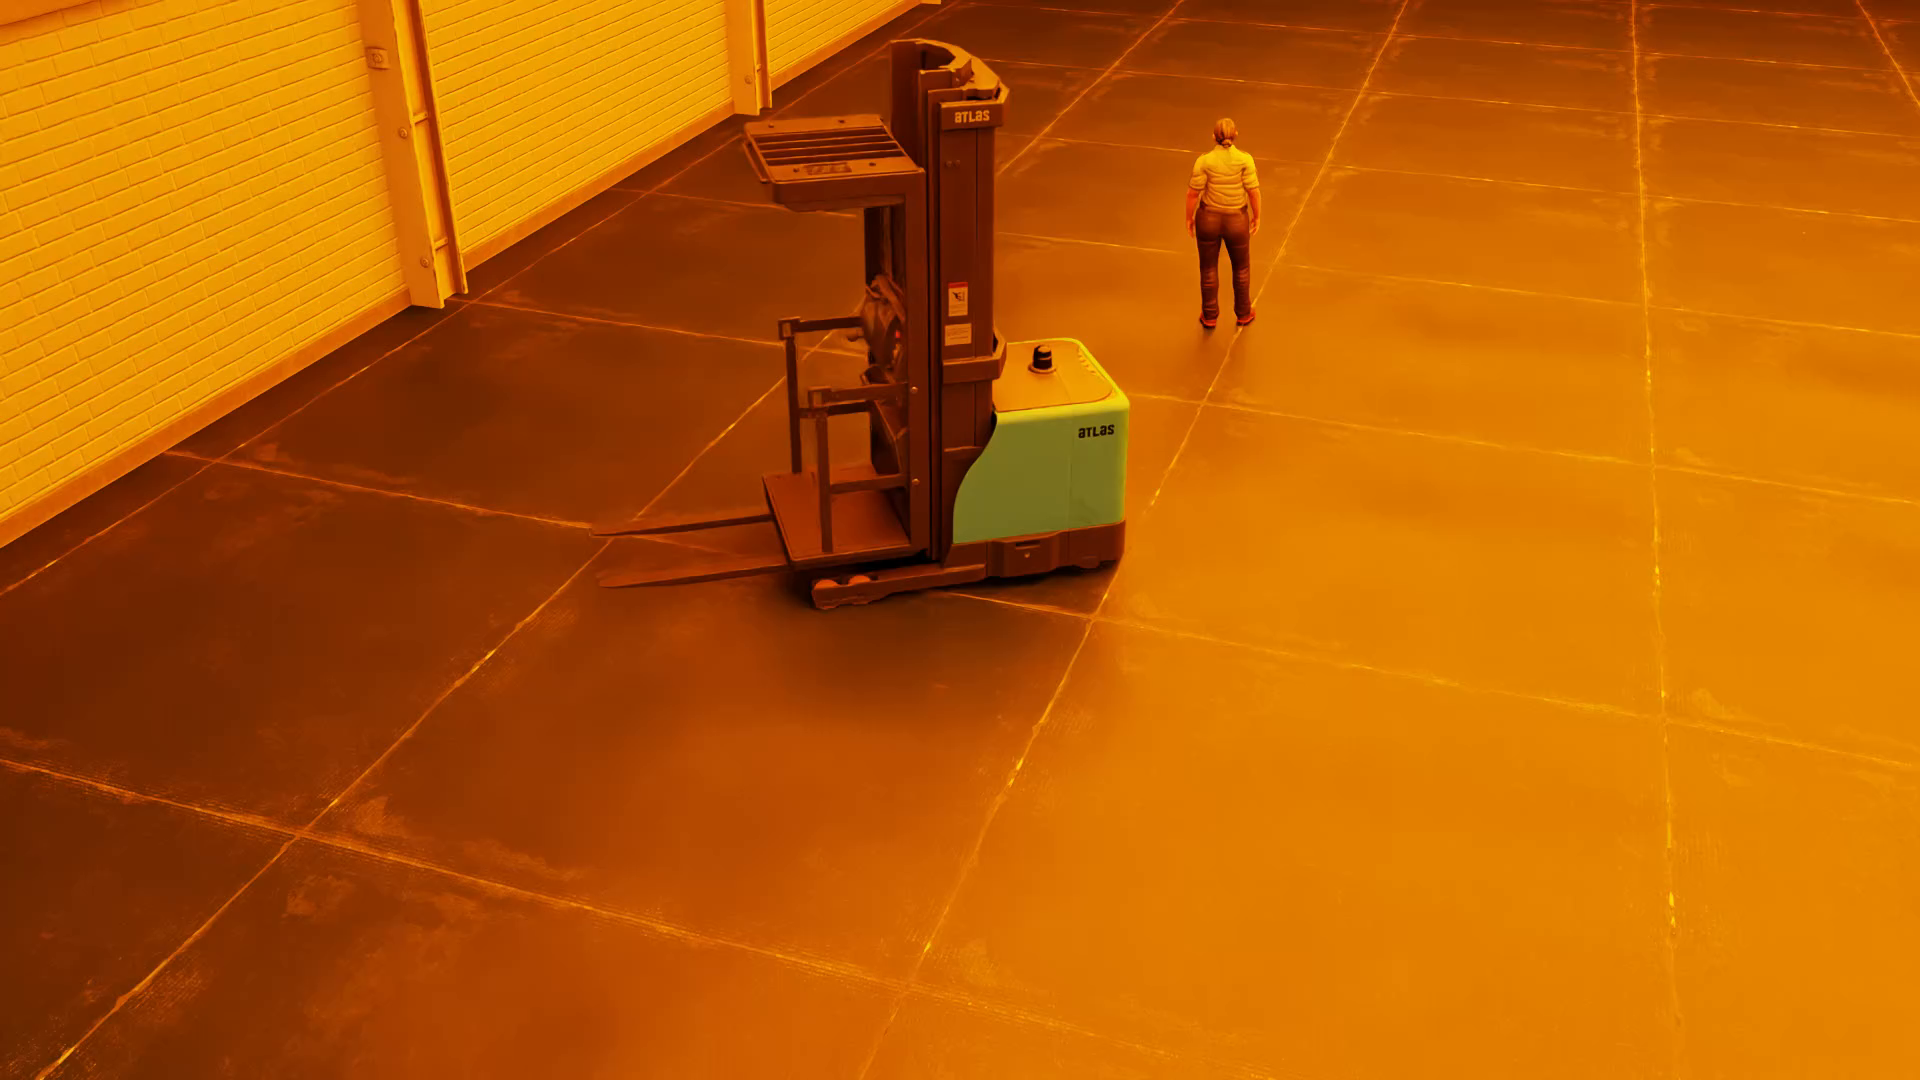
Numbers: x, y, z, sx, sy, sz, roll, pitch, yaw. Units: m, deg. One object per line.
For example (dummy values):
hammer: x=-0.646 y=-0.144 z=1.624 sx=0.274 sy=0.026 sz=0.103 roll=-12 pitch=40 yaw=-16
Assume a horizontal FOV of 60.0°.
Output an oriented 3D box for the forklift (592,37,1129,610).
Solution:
forklift: x=-0.607 y=-1.168 z=9.186 sx=3.031 sy=2.935 sz=1.130 roll=-7 pitch=31 yaw=-13

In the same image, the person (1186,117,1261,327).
person: x=2.022 y=-2.432 z=12.696 sx=0.598 sy=1.640 sz=0.502 roll=5 pitch=30 yaw=9
